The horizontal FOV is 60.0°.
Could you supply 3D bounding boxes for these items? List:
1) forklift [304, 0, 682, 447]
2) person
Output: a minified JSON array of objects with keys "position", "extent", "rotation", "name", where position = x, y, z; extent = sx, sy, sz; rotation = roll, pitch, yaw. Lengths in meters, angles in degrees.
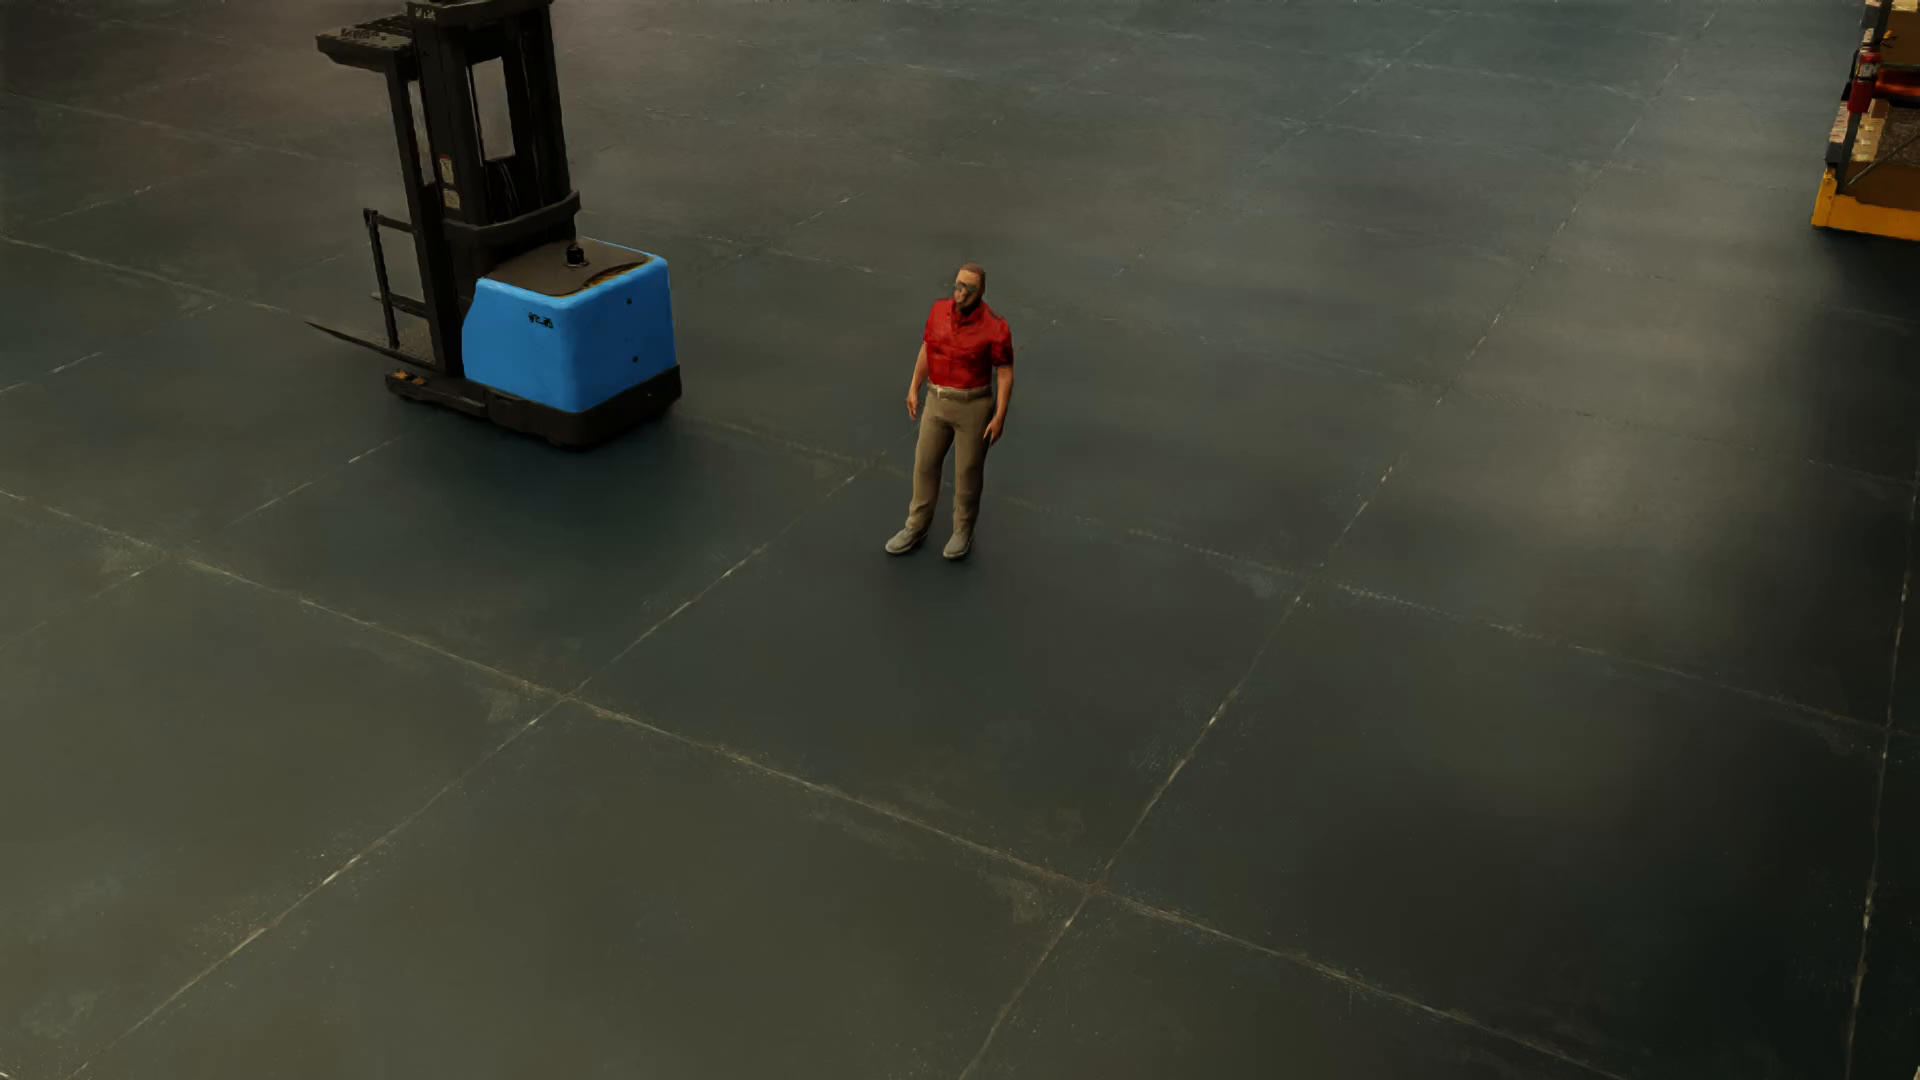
[{"position":[-3.455,-2.442,11.302],"extent":[3.031,2.935,1.130],"rotation":[18,35,29],"name":"forklift"},{"position":[-0.054,-0.719,9.504],"extent":[0.640,1.727,0.550],"rotation":[15,33,25],"name":"person"}]
